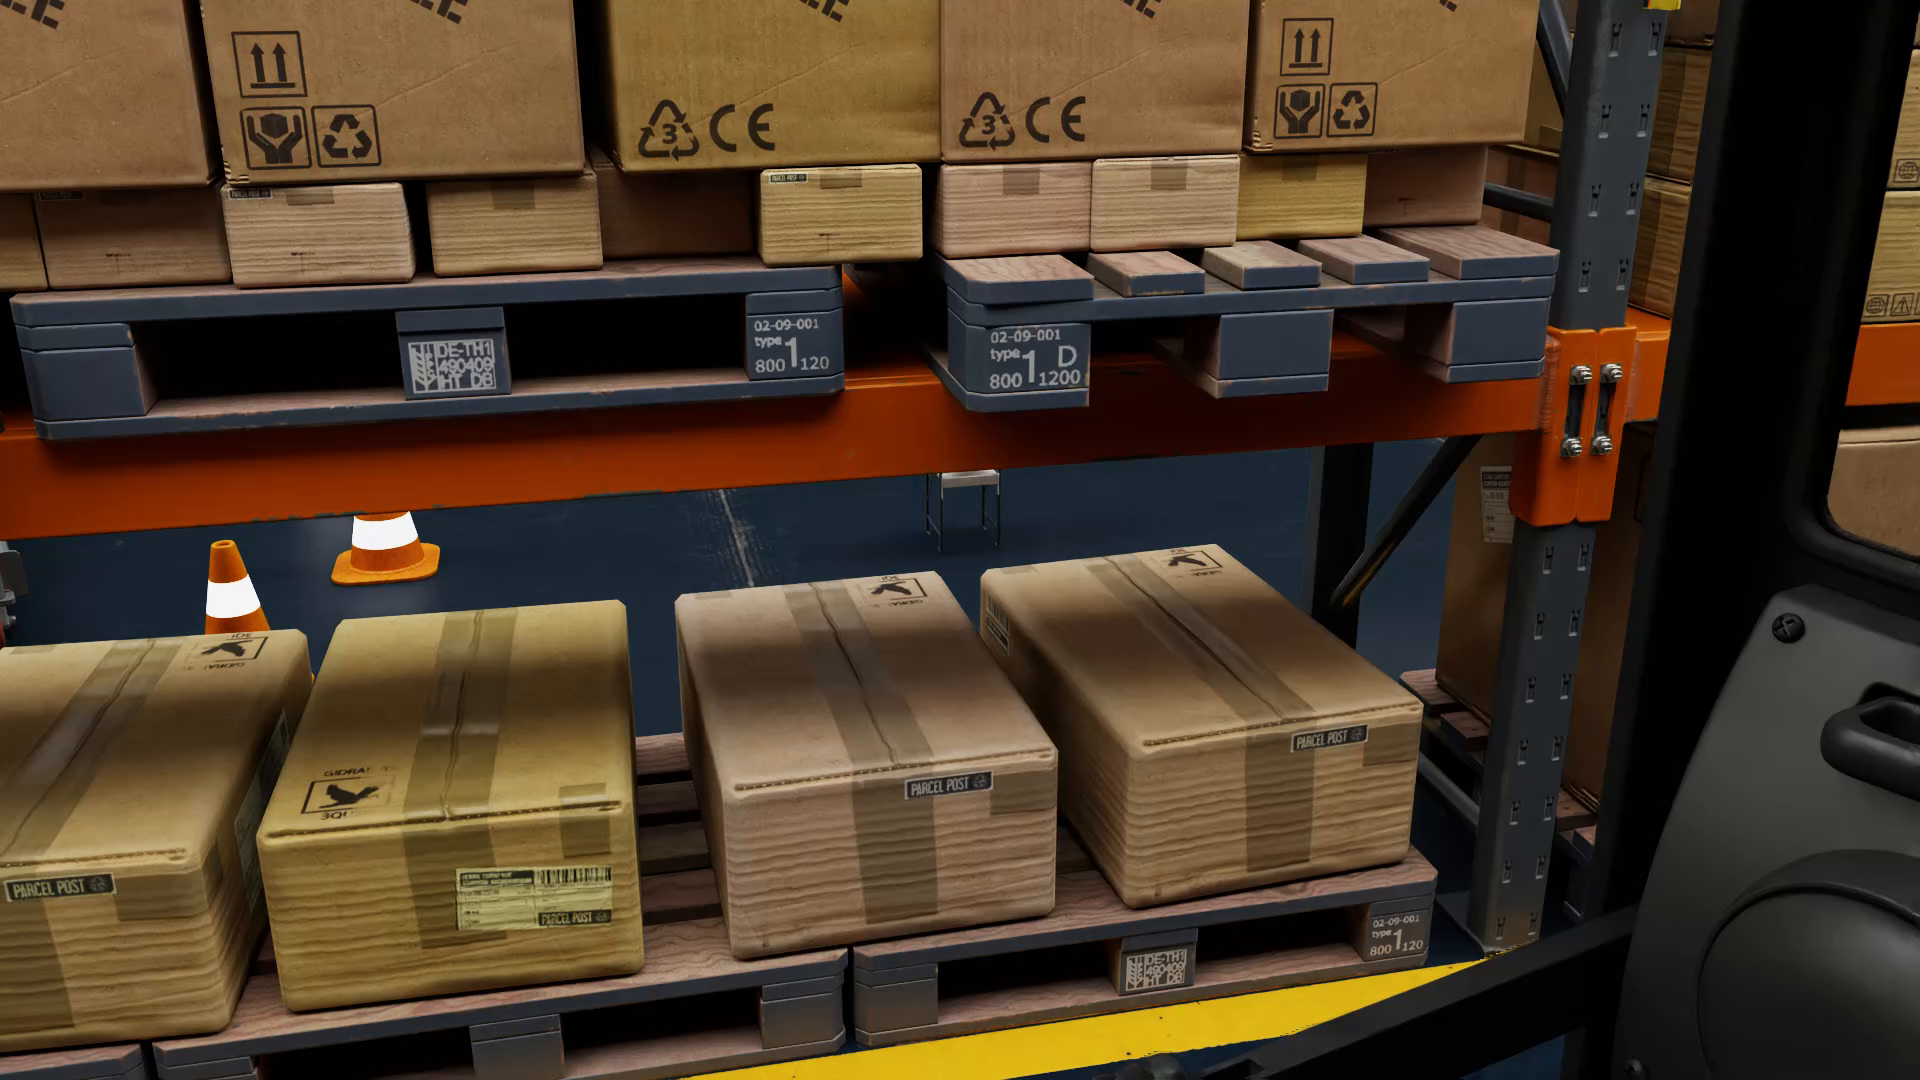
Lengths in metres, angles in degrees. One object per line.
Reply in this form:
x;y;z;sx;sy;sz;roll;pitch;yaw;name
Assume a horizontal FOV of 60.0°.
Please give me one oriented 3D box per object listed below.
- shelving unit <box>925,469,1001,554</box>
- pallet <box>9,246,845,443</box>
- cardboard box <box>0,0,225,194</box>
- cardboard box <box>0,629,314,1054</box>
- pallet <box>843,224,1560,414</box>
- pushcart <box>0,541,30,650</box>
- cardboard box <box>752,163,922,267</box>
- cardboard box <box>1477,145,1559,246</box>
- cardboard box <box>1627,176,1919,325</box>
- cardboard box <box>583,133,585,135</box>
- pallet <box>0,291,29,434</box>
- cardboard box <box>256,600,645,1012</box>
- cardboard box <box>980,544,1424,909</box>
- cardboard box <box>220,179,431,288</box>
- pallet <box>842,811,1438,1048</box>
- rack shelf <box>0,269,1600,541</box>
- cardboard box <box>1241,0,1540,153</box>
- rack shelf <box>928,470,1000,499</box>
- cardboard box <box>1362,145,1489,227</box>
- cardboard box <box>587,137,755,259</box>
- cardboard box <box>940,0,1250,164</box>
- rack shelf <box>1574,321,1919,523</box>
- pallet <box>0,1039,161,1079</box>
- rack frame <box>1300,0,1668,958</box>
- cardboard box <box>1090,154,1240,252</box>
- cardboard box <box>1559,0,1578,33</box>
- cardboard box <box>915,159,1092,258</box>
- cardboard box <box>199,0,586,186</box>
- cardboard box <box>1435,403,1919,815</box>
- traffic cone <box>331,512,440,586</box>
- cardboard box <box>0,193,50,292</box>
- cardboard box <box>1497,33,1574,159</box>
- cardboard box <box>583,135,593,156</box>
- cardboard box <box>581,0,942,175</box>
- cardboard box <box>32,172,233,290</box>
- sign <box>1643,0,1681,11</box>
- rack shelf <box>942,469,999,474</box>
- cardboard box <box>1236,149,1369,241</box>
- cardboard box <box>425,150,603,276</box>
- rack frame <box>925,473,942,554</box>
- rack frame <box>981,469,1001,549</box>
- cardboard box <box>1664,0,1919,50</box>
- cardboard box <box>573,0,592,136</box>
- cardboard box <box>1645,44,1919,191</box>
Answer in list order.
0.008;-0.423;5.662;0.210;0.900;0.258;-5;21;-12;shelving unit
-0.882;-0.453;2.970;1.213;0.211;1.003;-5;21;-12;pallet
-1.364;-0.796;2.439;0.500;0.500;0.500;-5;21;-13;cardboard box
-1.649;0.539;3.191;0.625;0.372;0.950;-3;20;-9;cardboard box
0.366;-0.531;3.183;1.003;0.211;1.213;-5;21;-12;pallet
-3.431;0.075;5.061;0.936;0.377;1.648;-13;24;-31;pushcart
-0.220;-0.564;2.748;0.250;0.149;0.380;-4;21;-12;cardboard box
1.467;-0.770;3.774;0.500;0.250;0.500;-5;21;-14;cardboard box
1.569;-0.598;3.303;0.500;0.250;0.500;-5;21;-13;cardboard box
-0.965;-1.014;3.035;0.500;0.500;0.500;-5;21;-15;cardboard box
-2.080;-0.319;2.603;1.213;0.211;1.003;-5;21;-12;pallet
-0.973;0.484;3.343;0.625;0.372;0.950;-4;20;-11;cardboard box
0.483;0.364;3.669;0.625;0.372;0.950;-6;21;-16;cardboard box
-0.972;-0.508;2.595;0.250;0.149;0.380;-4;20;-10;cardboard box
0.274;0.657;3.714;1.213;0.211;1.003;-5;21;-12;pallet
-0.911;-0.218;3.093;4.000;0.370;1.077;-5;21;-12;rack shelf
0.657;-0.968;2.909;0.500;0.500;0.500;-5;21;-14;cardboard box
0.008;-0.223;5.735;0.200;0.077;0.258;-5;21;-12;rack shelf
0.770;-0.688;3.087;0.250;0.149;0.380;-4;20;-10;cardboard box
-0.494;-0.586;2.809;0.250;0.149;0.380;-4;21;-12;cardboard box
0.156;-0.924;2.787;0.500;0.500;0.500;-5;21;-13;cardboard box
2.981;-0.534;3.958;4.000;0.370;1.077;-5;21;-12;rack shelf
-2.100;0.850;3.187;1.213;0.211;1.003;-5;21;-12;pallet
1.035;-0.714;3.402;0.127;3.000;1.000;-5;21;-12;rack frame
0.291;-0.608;2.867;0.250;0.149;0.380;-5;21;-13;cardboard box
1.478;-1.359;3.563;0.500;0.500;0.500;-5;21;-14;cardboard box
0.044;-0.591;2.820;0.250;0.149;0.380;-6;21;-15;cardboard box
-0.866;-0.841;2.560;0.500;0.500;0.500;-6;21;-15;cardboard box
1.726;0.060;3.768;0.875;0.875;0.875;-5;21;-13;cardboard box
-1.921;-0.130;5.498;0.334;0.463;0.336;-5;21;-12;traffic cone
-1.484;-0.485;2.534;0.250;0.149;0.380;-4;21;-12;cardboard box
1.448;-1.001;3.678;0.500;0.250;0.500;-5;21;-13;cardboard box
-0.639;-0.717;3.164;0.250;0.149;0.380;-4;20;-10;cardboard box
-0.335;-0.883;2.677;0.500;0.500;0.500;-6;21;-16;cardboard box
-1.243;-0.504;2.585;0.250;0.149;0.380;-4;21;-12;cardboard box
1.169;-1.039;2.722;0.005;0.325;0.100;-5;21;-12;sign
0.008;-0.307;5.704;0.200;0.077;0.258;-5;21;-12;rack shelf
0.526;-0.643;2.963;0.250;0.149;0.380;-4;21;-12;cardboard box
-0.719;-0.539;2.680;0.250;0.149;0.380;-5;21;-14;cardboard box
-0.091;-0.415;5.640;0.006;0.900;0.240;-5;21;-12;rack frame
0.107;-0.431;5.684;0.006;0.900;0.240;-5;21;-12;rack frame
1.571;-1.187;3.096;0.500;0.500;0.500;-5;21;-14;cardboard box
-0.477;-1.051;3.136;0.500;0.500;0.500;-4;21;-12;cardboard box
1.585;-0.835;3.225;0.500;0.250;0.500;-5;21;-13;cardboard box
